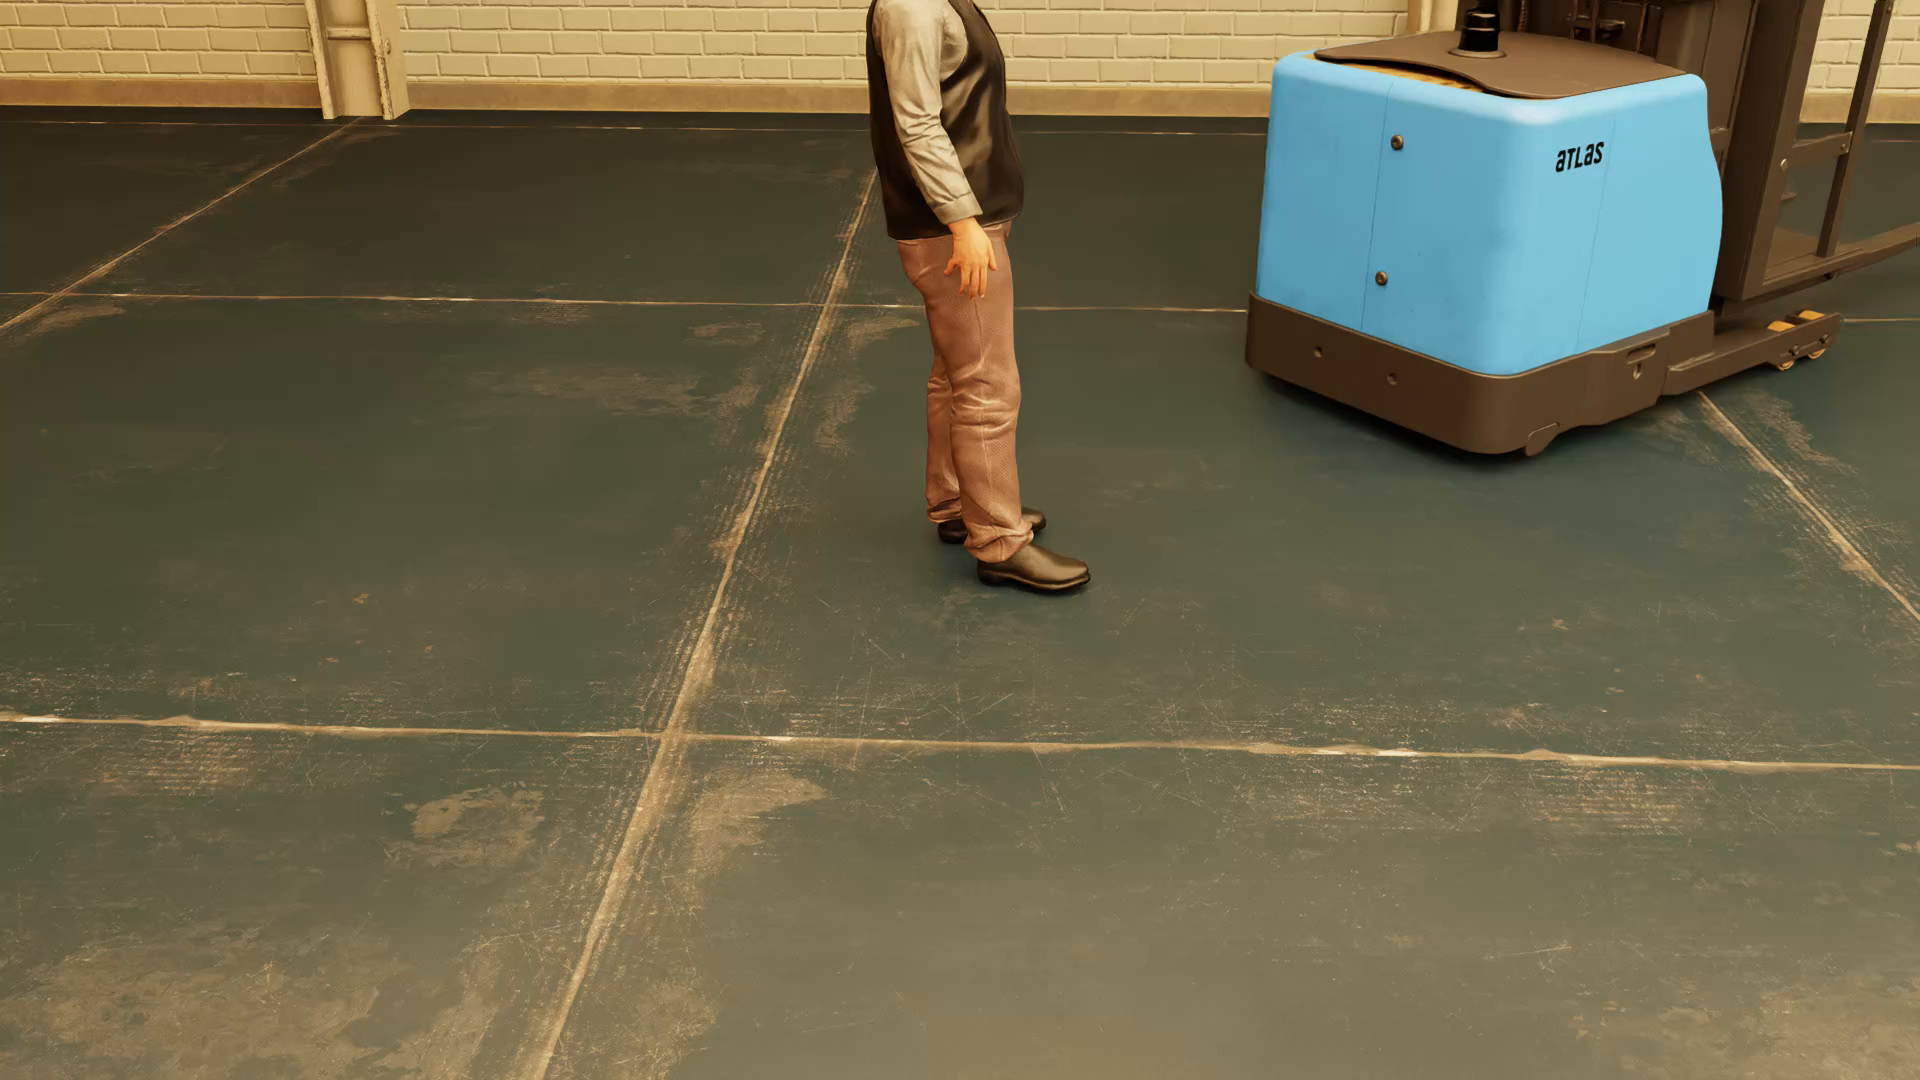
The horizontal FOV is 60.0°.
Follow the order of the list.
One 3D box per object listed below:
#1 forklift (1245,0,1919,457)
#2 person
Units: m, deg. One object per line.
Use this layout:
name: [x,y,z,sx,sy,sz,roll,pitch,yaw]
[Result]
forklift: [2.443,-2.066,5.396,3.031,2.935,1.130,-18,31,-32]
person: [0.063,-0.774,4.129,0.565,1.723,0.634,1,26,2]
